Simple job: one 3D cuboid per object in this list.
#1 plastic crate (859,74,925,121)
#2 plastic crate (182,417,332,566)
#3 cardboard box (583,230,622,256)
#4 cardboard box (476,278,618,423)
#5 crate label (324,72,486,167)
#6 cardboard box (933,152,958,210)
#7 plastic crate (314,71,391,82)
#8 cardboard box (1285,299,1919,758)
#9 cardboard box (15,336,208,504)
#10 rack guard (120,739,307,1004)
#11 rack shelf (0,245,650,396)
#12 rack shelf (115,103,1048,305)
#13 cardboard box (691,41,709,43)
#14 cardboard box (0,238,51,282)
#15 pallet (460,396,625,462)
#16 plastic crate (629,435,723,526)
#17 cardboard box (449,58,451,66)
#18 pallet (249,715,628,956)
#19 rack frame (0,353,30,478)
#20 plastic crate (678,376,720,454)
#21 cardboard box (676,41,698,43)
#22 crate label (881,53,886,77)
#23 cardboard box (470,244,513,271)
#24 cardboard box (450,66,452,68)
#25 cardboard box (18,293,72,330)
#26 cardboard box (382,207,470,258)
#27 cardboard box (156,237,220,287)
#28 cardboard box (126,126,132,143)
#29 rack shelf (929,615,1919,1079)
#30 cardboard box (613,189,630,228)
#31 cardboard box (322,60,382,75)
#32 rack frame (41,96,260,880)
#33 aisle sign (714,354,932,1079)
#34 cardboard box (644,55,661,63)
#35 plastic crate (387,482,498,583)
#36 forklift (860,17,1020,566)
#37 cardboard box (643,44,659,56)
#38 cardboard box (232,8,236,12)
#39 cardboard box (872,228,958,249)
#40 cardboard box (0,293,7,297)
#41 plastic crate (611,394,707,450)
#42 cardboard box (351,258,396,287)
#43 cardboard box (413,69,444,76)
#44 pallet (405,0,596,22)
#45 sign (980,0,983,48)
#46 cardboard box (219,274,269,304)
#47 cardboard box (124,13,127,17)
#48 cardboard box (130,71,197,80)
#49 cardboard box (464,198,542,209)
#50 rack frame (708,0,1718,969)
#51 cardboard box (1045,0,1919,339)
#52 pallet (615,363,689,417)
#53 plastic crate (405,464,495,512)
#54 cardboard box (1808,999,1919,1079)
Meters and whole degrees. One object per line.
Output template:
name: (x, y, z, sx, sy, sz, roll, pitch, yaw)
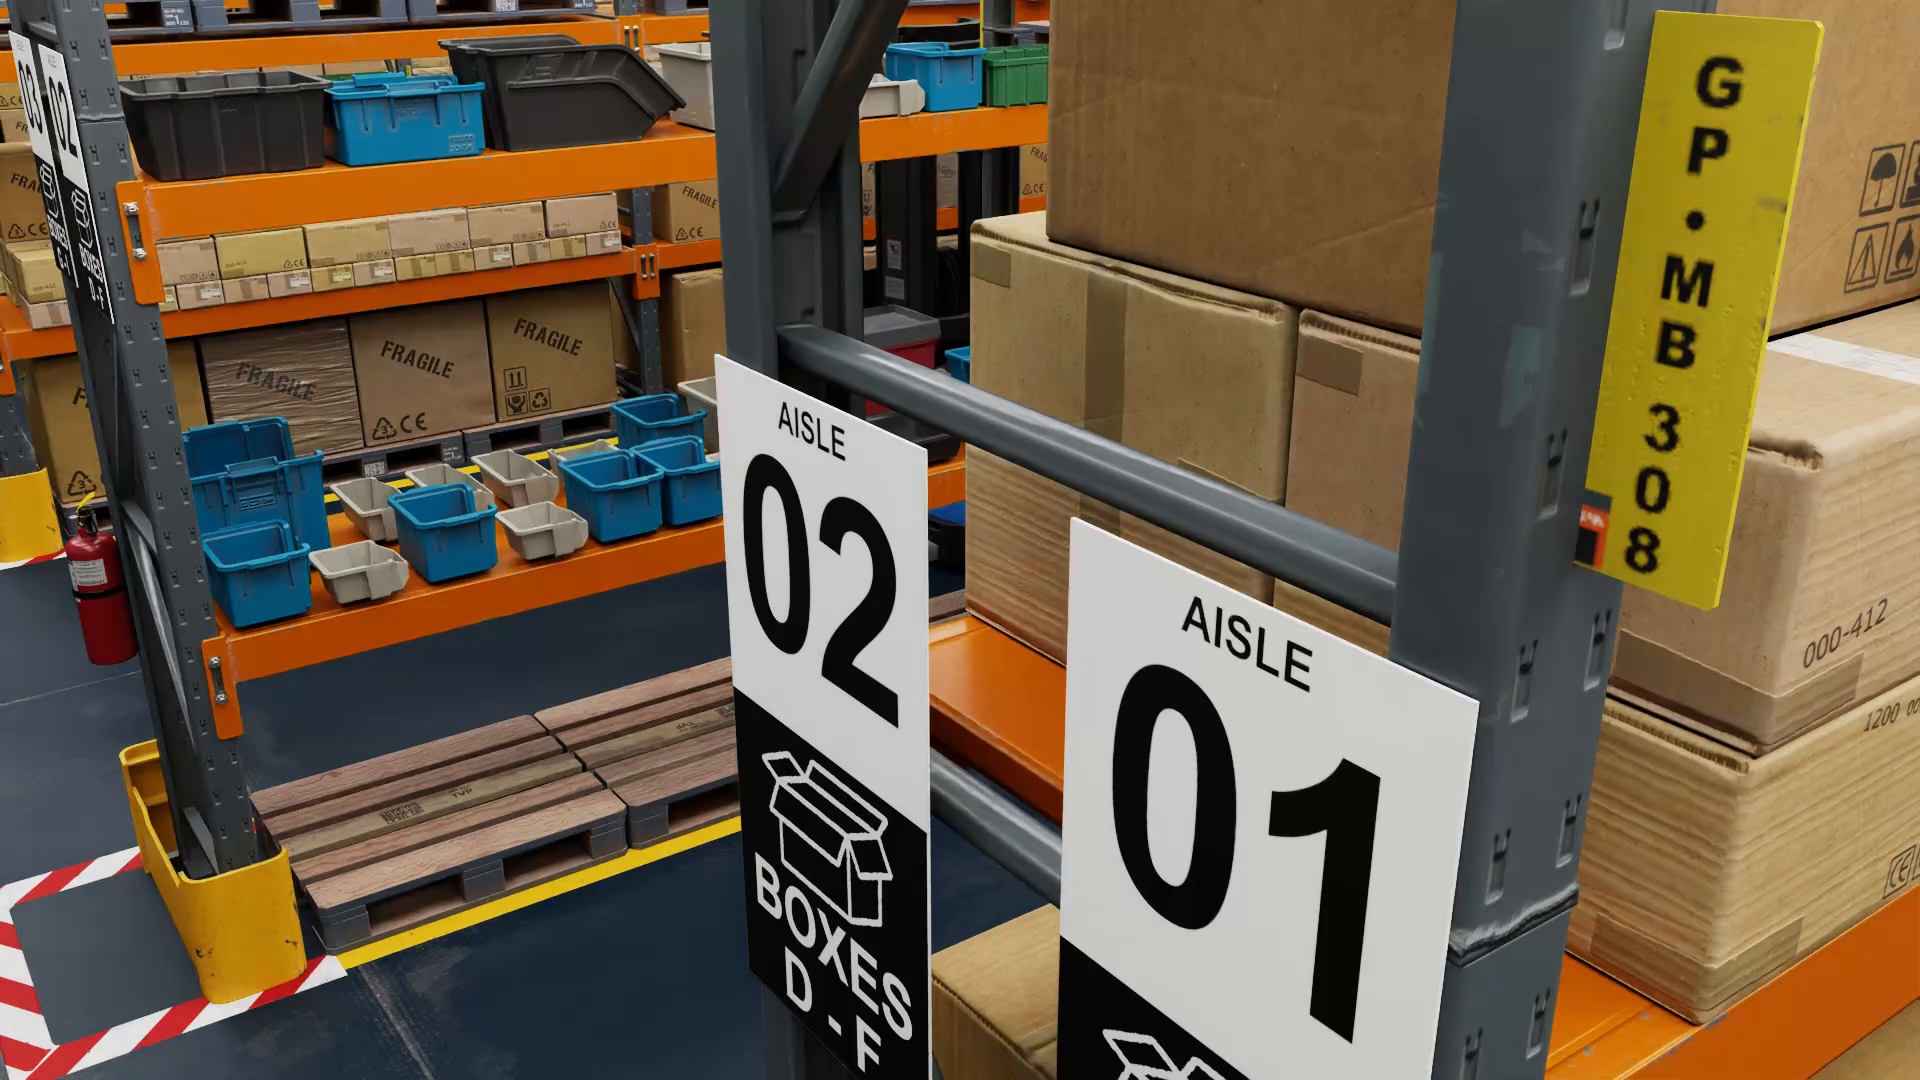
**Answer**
plastic crate: (-0.364, -1.726, 6.484, 0.466, 0.136, 0.293, -15, 26, -33)
plastic crate: (-2.639, -0.153, 6.103, 0.499, 0.435, 0.616, -15, 26, -33)
cardboard box: (-2.503, -2.054, 11.336, 0.250, 0.149, 0.380, -15, 26, -33)
cardboard box: (-3.029, -1.425, 11.720, 0.875, 0.875, 0.875, -15, 26, -33)
crate label: (-1.864, -1.406, 5.527, 0.502, 0.251, 0.408, -15, 26, -33)
cardboard box: (-0.284, -2.847, 12.849, 0.500, 0.500, 0.500, -16, 27, -35)
plastic crate: (-2.167, -1.574, 6.032, 0.336, 0.188, 0.450, -15, 26, -33)
cardboard box: (0.658, -0.077, 1.523, 0.500, 0.250, 0.500, -15, 26, -33)
cardboard box: (-5.221, -0.841, 10.256, 0.875, 0.875, 0.875, -15, 26, -33)
rack guard: (-2.813, 1.190, 6.239, 0.348, 0.500, 1.175, -15, 26, -33)
rack shelf: (-4.070, -1.569, 10.751, 4.000, 0.370, 1.077, -15, 26, -33)
rack shelf: (-1.178, -1.472, 6.461, 4.000, 0.370, 1.077, -15, 26, -33)
cardboard box: (-3.525, -6.574, 22.096, 0.250, 0.149, 0.380, -14, 26, -31)
cardboard box: (-5.456, -1.723, 9.968, 0.500, 0.250, 0.500, -15, 26, -34)
pallet: (-3.110, -0.899, 11.866, 1.213, 0.211, 1.003, -15, 26, -33)
plastic crate: (-1.096, -0.234, 6.581, 0.300, 0.233, 0.416, -15, 26, -33)
cardboard box: (-6.050, -5.935, 20.250, 0.500, 0.250, 0.500, -16, 27, -34)
pallet: (-2.109, 1.149, 6.733, 1.213, 0.211, 1.003, -15, 26, -33)
rack frame: (-5.694, -1.470, 9.532, 0.127, 3.000, 1.000, -15, 26, -33)
plastic crate: (-0.901, -0.543, 7.289, 0.530, 0.282, 0.437, -15, 26, -33)
cardboard box: (-3.641, -6.822, 21.843, 0.500, 0.500, 0.500, -14, 26, -32)
crate label: (-0.120, -2.097, 7.413, 0.466, 0.136, 0.293, -15, 26, -33)
cardboard box: (-3.129, -1.887, 10.918, 0.250, 0.149, 0.380, -14, 26, -32)
cardboard box: (-6.070, -5.706, 20.351, 0.500, 0.250, 0.500, -15, 26, -33)
cardboard box: (-5.213, -1.331, 9.523, 0.250, 0.149, 0.380, -15, 26, -32)
cardboard box: (-3.485, -2.006, 10.678, 0.500, 0.250, 0.500, -14, 26, -32)
cardboard box: (-4.728, -1.675, 9.849, 0.500, 0.250, 0.500, -15, 26, -33)
cardboard box: (-7.158, -3.408, 13.854, 0.500, 0.500, 0.500, -15, 26, -32)
rack shelf: (1.712, 0.019, 2.724, 4.000, 0.370, 1.077, -15, 26, -33)
cardboard box: (-2.227, -2.565, 12.143, 0.500, 0.500, 0.500, -15, 26, -33)
cardboard box: (-5.485, -4.316, 14.779, 0.500, 0.500, 0.500, -16, 27, -35)
rack frame: (-2.801, 0.020, 5.798, 0.127, 3.000, 1.000, -15, 26, -33)
aisle sign: (-0.146, 0.226, 1.774, 0.004, 0.787, 0.394, -15, 26, -33)
cardboard box: (-3.137, -4.861, 16.999, 0.250, 0.149, 0.380, -16, 27, -35)
plastic crate: (-1.874, -0.027, 6.061, 0.300, 0.233, 0.416, -15, 26, -33)
forklift: (-0.457, -1.561, 9.854, 3.031, 2.935, 1.130, 18, 28, 38)
cardboard box: (-4.117, -6.372, 21.590, 0.250, 0.149, 0.380, -17, 27, -36)
cardboard box: (-10.193, -7.200, 23.192, 0.500, 0.500, 0.700, -15, 26, -32)
cardboard box: (-0.500, -2.076, 13.352, 0.875, 0.875, 1.225, -15, 26, -33)
cardboard box: (-7.933, -2.029, 13.813, 0.250, 0.149, 0.380, -14, 26, -31)
plastic crate: (-1.284, -0.451, 7.125, 0.300, 0.233, 0.416, -15, 26, -33)
cardboard box: (-3.753, -1.721, 10.502, 0.250, 0.149, 0.380, -14, 26, -32)
cardboard box: (-5.050, -4.350, 15.720, 0.250, 0.149, 0.380, -14, 25, -30)
pallet: (-3.117, -3.514, 10.727, 1.213, 0.211, 1.003, -15, 26, -33)
sign: (0.126, -2.409, 7.826, 0.005, 0.325, 0.100, -15, 26, -33)
cardboard box: (-4.380, -1.554, 10.082, 0.250, 0.149, 0.380, -16, 27, -34)
cardboard box: (-8.873, -5.535, 18.237, 0.500, 0.500, 0.500, -15, 26, -34)
cardboard box: (-6.736, -3.979, 13.934, 0.500, 0.500, 0.500, -16, 27, -34)
cardboard box: (-3.073, -2.465, 10.816, 0.500, 0.500, 0.500, -15, 26, -32)
rack frame: (0.089, -1.275, 0.950, 0.127, 3.000, 1.000, -15, 26, -33)
cardboard box: (0.496, -0.509, 1.593, 0.500, 0.500, 0.700, -15, 26, -33)
pallet: (-1.865, -1.230, 12.694, 1.213, 0.211, 1.003, -15, 26, -33)
plastic crate: (-2.001, -0.174, 6.561, 0.243, 0.136, 0.396, -15, 26, -33)
cardboard box: (1.023, 0.868, 2.189, 0.500, 0.500, 0.500, -15, 26, -32)
